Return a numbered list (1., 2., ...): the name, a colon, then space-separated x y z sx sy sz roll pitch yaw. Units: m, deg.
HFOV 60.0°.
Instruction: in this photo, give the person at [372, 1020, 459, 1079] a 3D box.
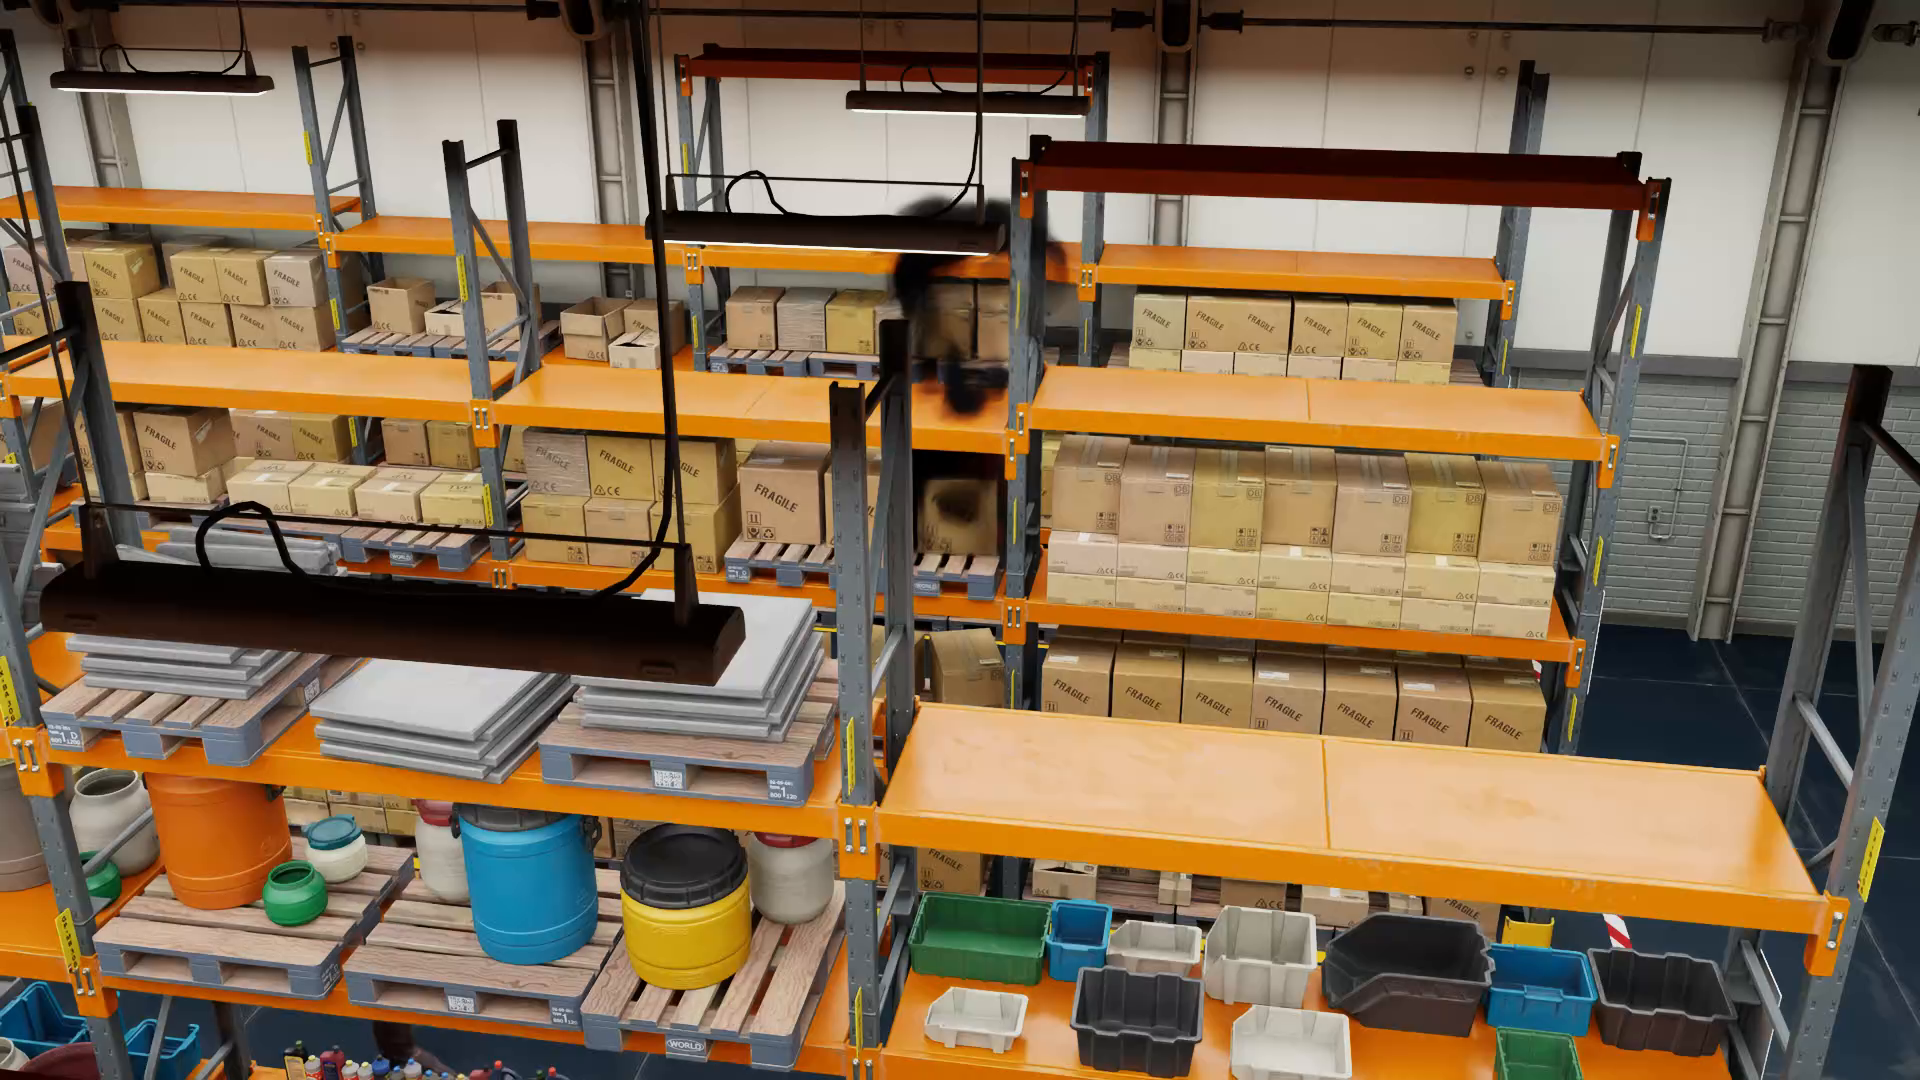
1. person: -3.713 3.059 10.954 0.893 1.748 0.641 7 24 15
